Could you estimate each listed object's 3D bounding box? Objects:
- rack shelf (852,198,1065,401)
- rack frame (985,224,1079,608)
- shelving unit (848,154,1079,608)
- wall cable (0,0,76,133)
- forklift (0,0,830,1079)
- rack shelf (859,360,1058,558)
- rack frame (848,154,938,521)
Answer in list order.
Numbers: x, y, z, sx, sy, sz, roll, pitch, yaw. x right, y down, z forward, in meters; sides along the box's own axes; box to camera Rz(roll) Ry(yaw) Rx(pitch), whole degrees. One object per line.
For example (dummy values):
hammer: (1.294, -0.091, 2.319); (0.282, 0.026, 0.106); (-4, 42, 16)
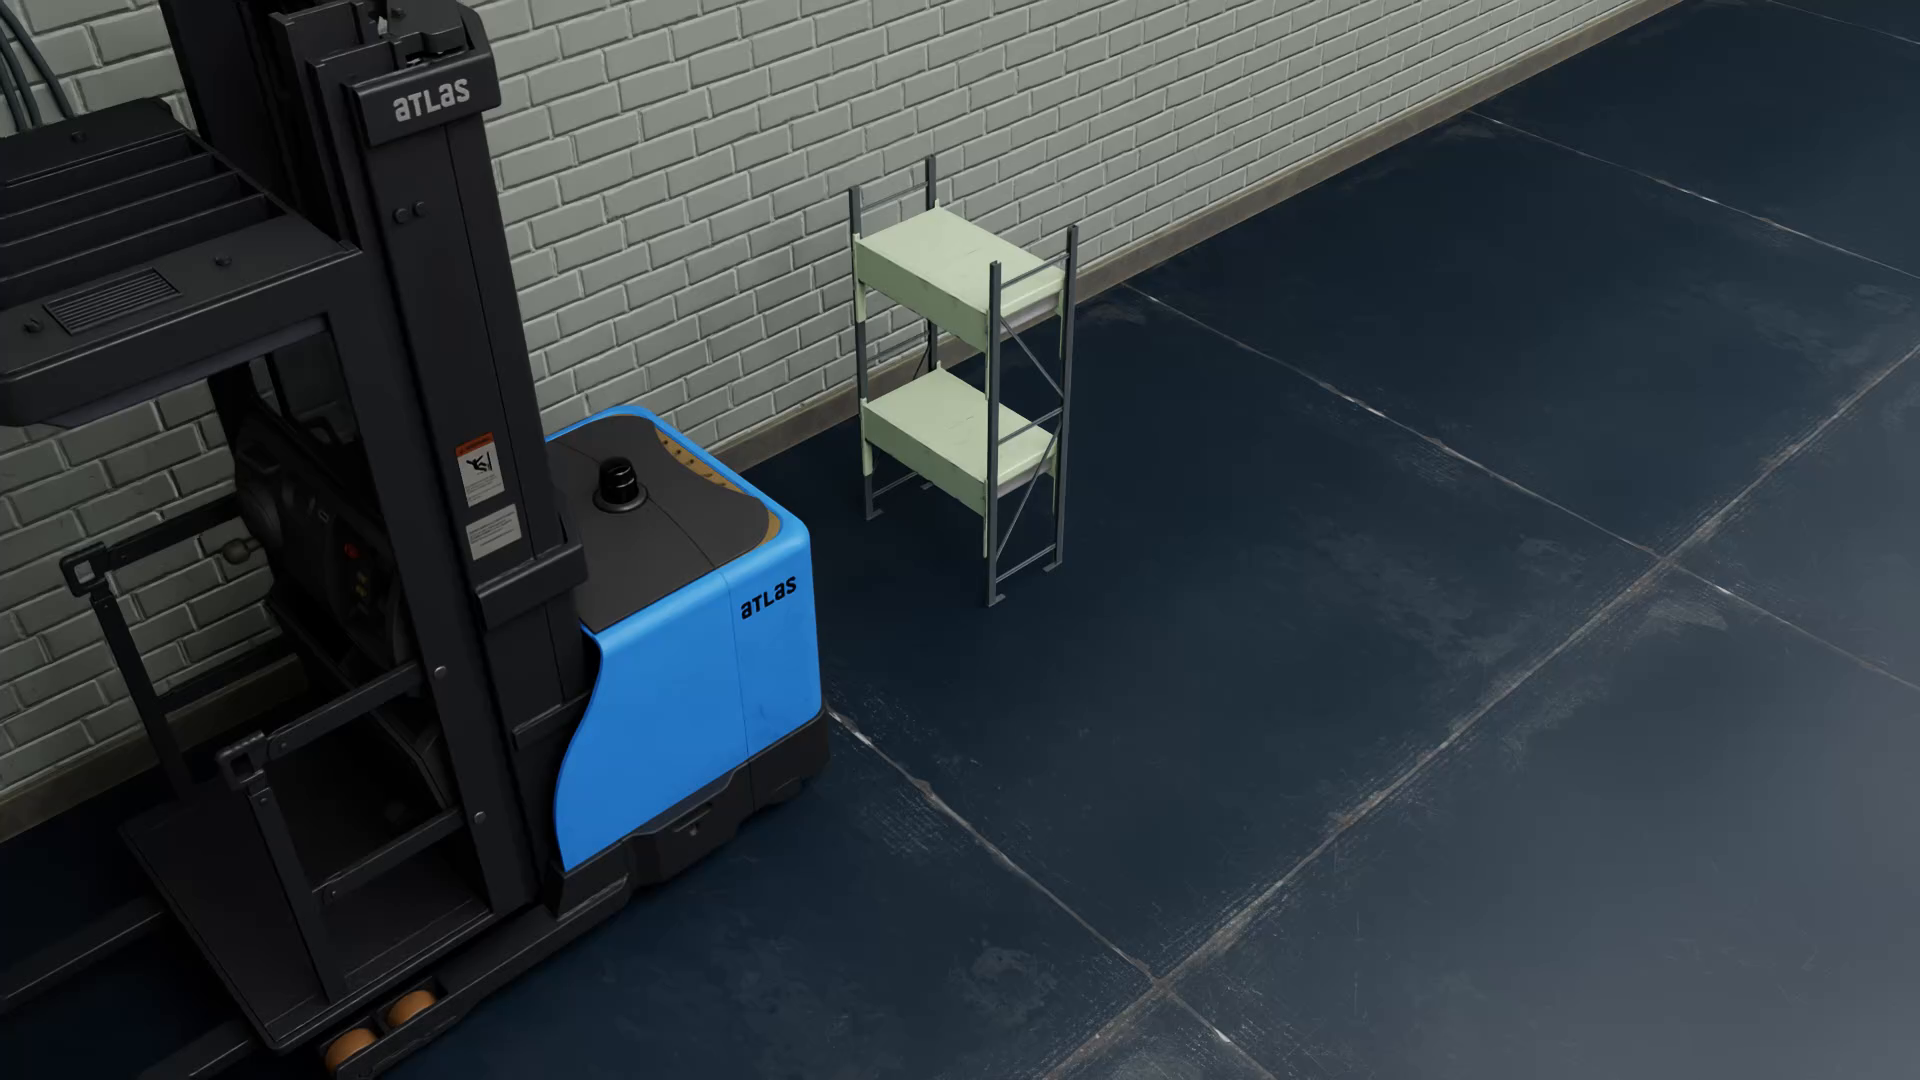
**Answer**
rack shelf: (0.005, -0.884, 6.030); (0.431, 0.370, 0.720); (-30, 48, -32)
rack frame: (0.252, -0.411, 6.065); (0.400, 1.500, 0.023); (-30, 48, -32)
shelving unit: (0.005, -0.580, 6.275); (0.431, 1.500, 0.755); (-30, 48, -32)
wall cable: (-3.573, -1.047, 3.355); (3.097, 2.526, 0.112); (-30, 48, -32)
forklift: (-1.870, 0.064, 4.338); (3.031, 2.935, 1.130); (-30, 48, -32)
rack shelf: (0.005, -0.327, 6.480); (0.431, 0.370, 0.720); (-30, 48, -32)
rack frame: (-0.243, -0.750, 6.485); (0.400, 1.500, 0.023); (-30, 48, -32)
